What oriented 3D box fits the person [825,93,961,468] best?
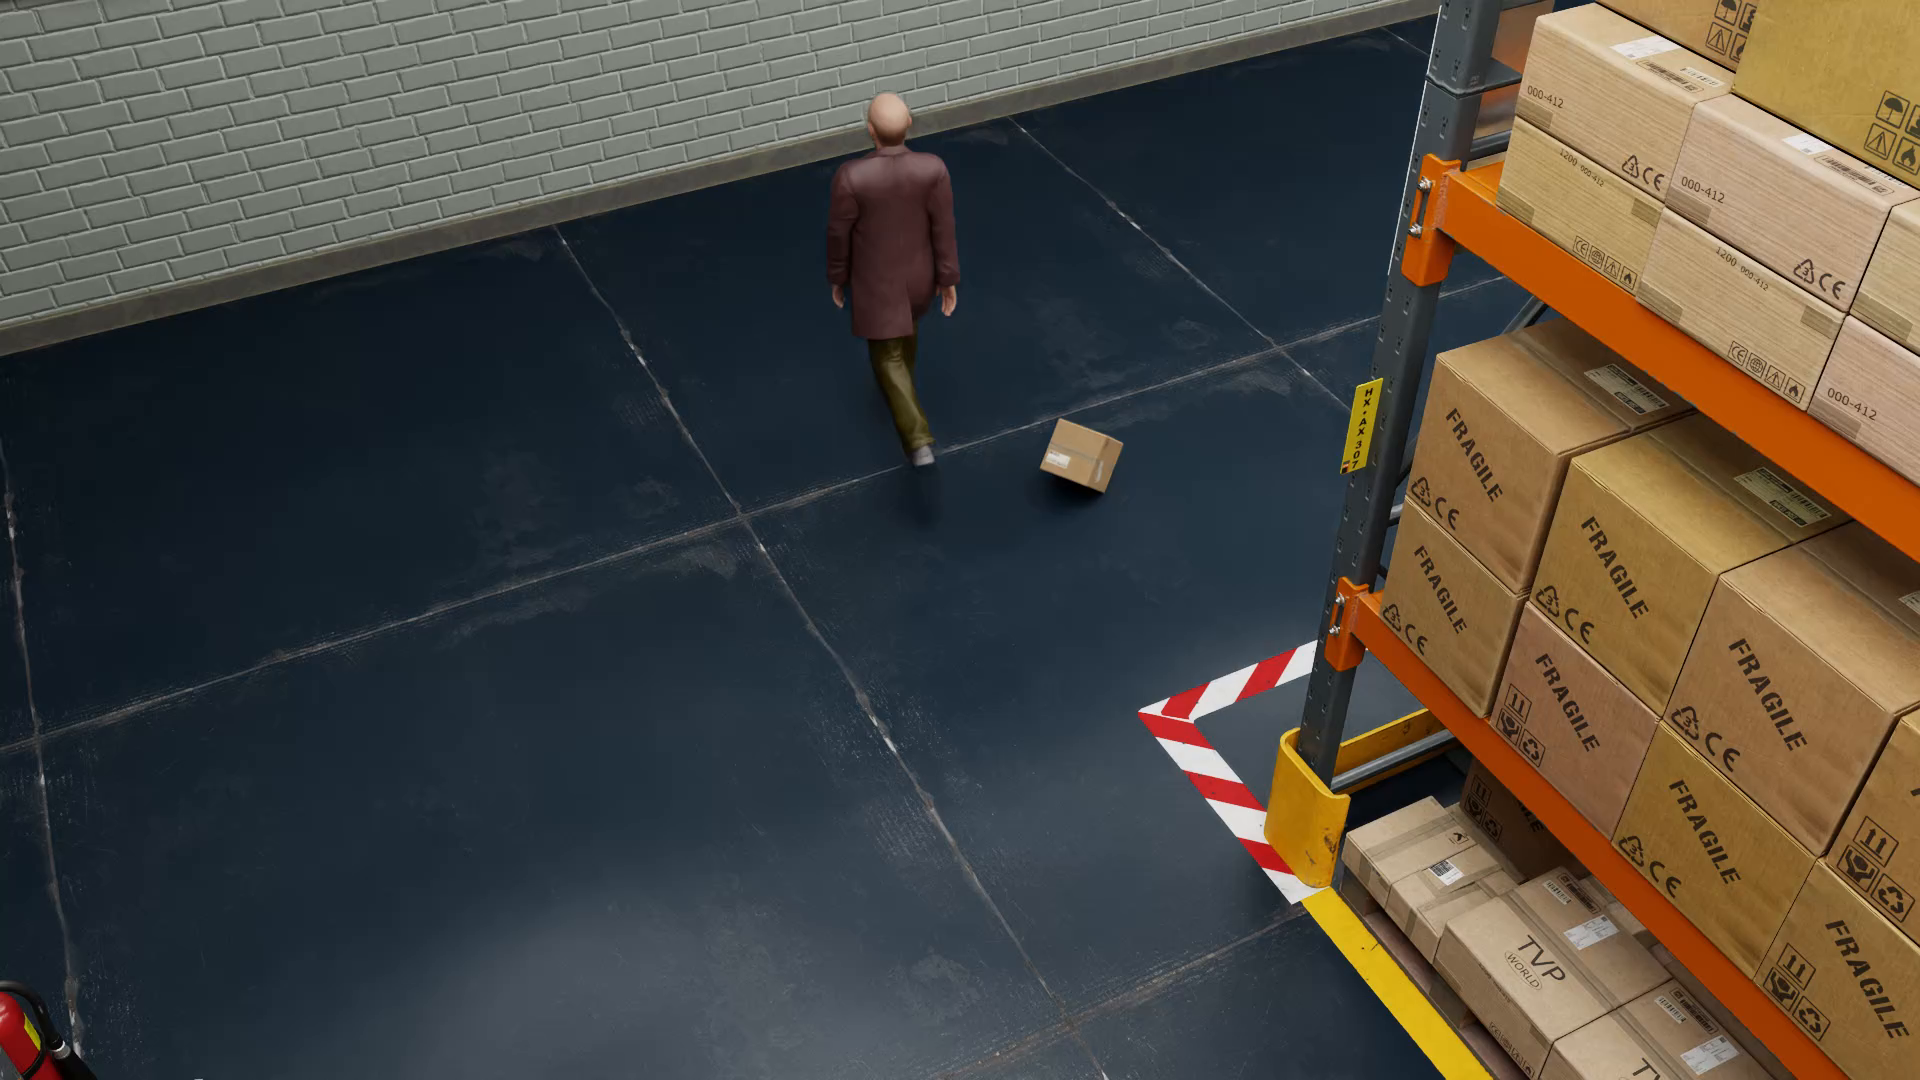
[{"bbox_3d":[-0.298,-1.185,7.557,0.586,1.728,1.105,-14,43,-16],"label":"person"}]
